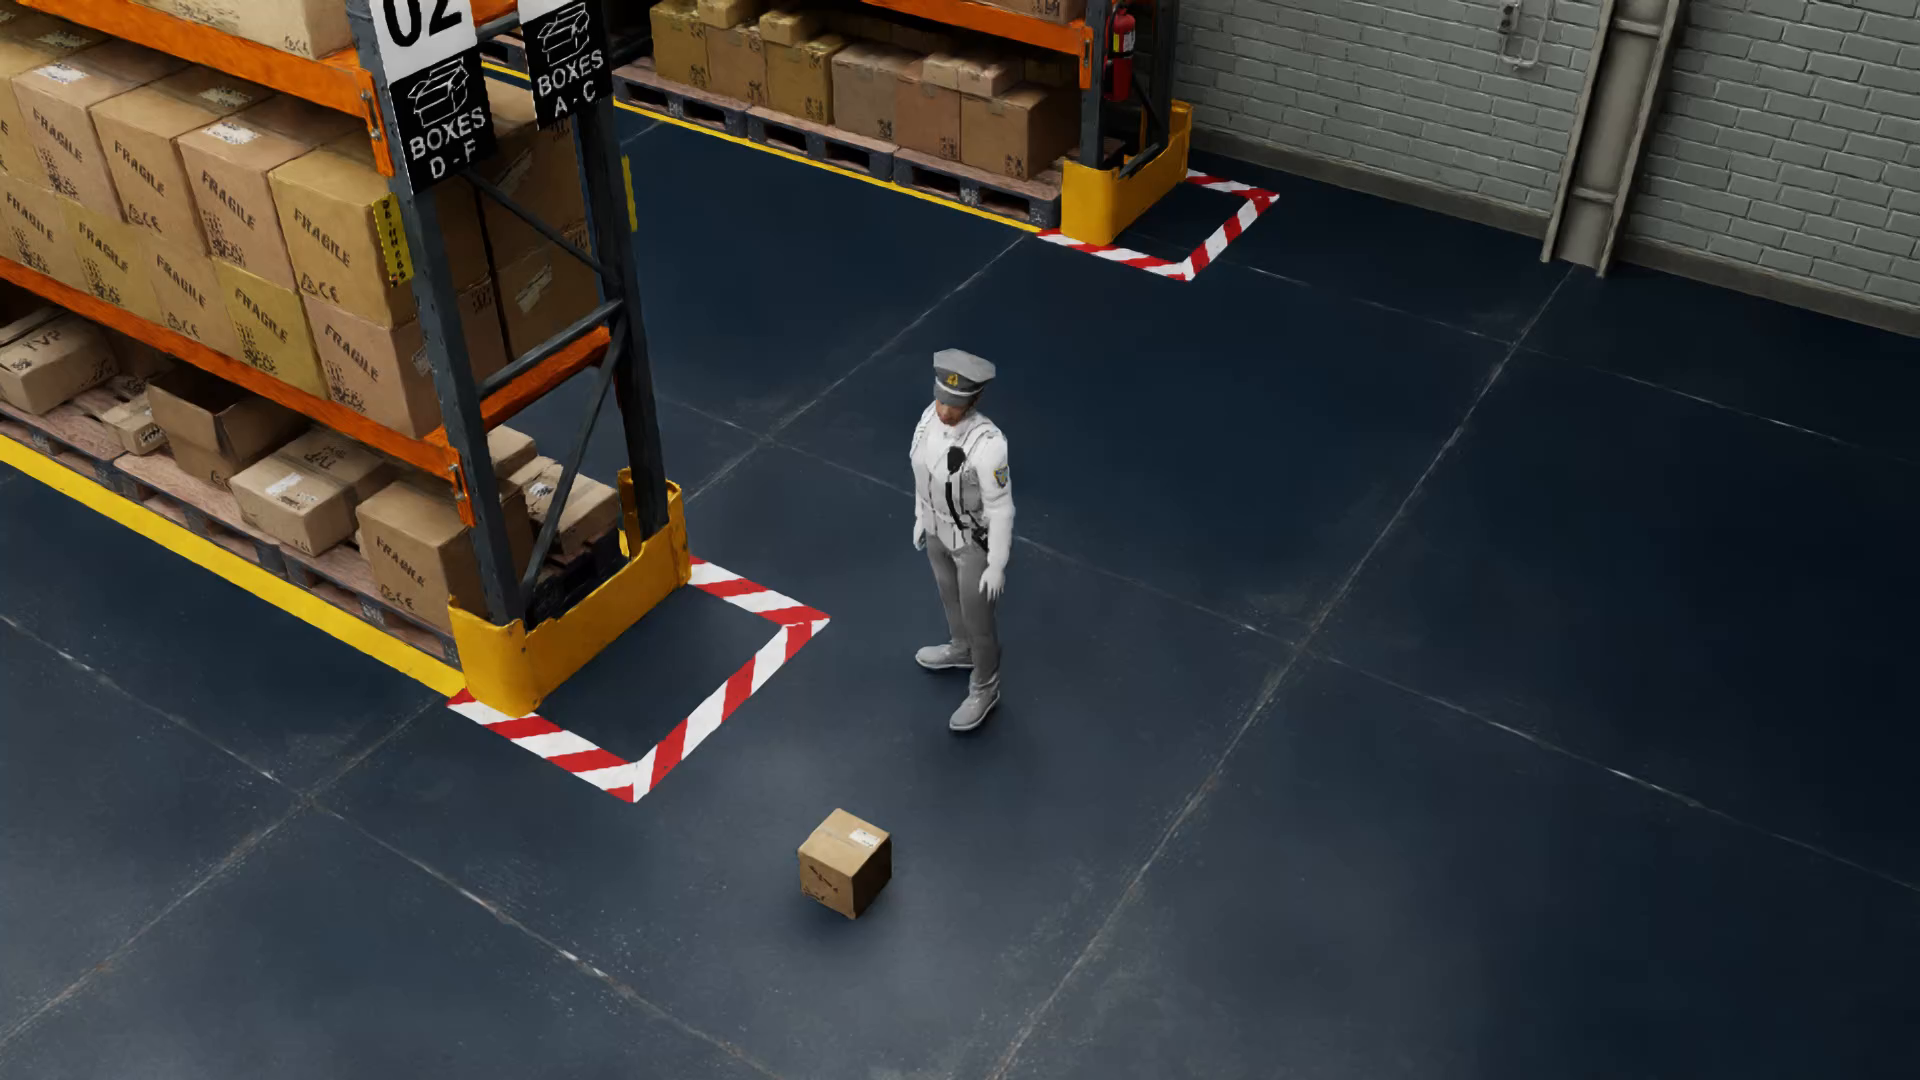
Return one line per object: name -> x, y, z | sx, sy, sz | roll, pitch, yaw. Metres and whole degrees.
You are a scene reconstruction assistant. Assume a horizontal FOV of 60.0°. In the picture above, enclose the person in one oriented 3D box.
person -> 0.004, -0.009, 6.639 | 0.355, 1.683, 0.577 | -24, 45, -27
